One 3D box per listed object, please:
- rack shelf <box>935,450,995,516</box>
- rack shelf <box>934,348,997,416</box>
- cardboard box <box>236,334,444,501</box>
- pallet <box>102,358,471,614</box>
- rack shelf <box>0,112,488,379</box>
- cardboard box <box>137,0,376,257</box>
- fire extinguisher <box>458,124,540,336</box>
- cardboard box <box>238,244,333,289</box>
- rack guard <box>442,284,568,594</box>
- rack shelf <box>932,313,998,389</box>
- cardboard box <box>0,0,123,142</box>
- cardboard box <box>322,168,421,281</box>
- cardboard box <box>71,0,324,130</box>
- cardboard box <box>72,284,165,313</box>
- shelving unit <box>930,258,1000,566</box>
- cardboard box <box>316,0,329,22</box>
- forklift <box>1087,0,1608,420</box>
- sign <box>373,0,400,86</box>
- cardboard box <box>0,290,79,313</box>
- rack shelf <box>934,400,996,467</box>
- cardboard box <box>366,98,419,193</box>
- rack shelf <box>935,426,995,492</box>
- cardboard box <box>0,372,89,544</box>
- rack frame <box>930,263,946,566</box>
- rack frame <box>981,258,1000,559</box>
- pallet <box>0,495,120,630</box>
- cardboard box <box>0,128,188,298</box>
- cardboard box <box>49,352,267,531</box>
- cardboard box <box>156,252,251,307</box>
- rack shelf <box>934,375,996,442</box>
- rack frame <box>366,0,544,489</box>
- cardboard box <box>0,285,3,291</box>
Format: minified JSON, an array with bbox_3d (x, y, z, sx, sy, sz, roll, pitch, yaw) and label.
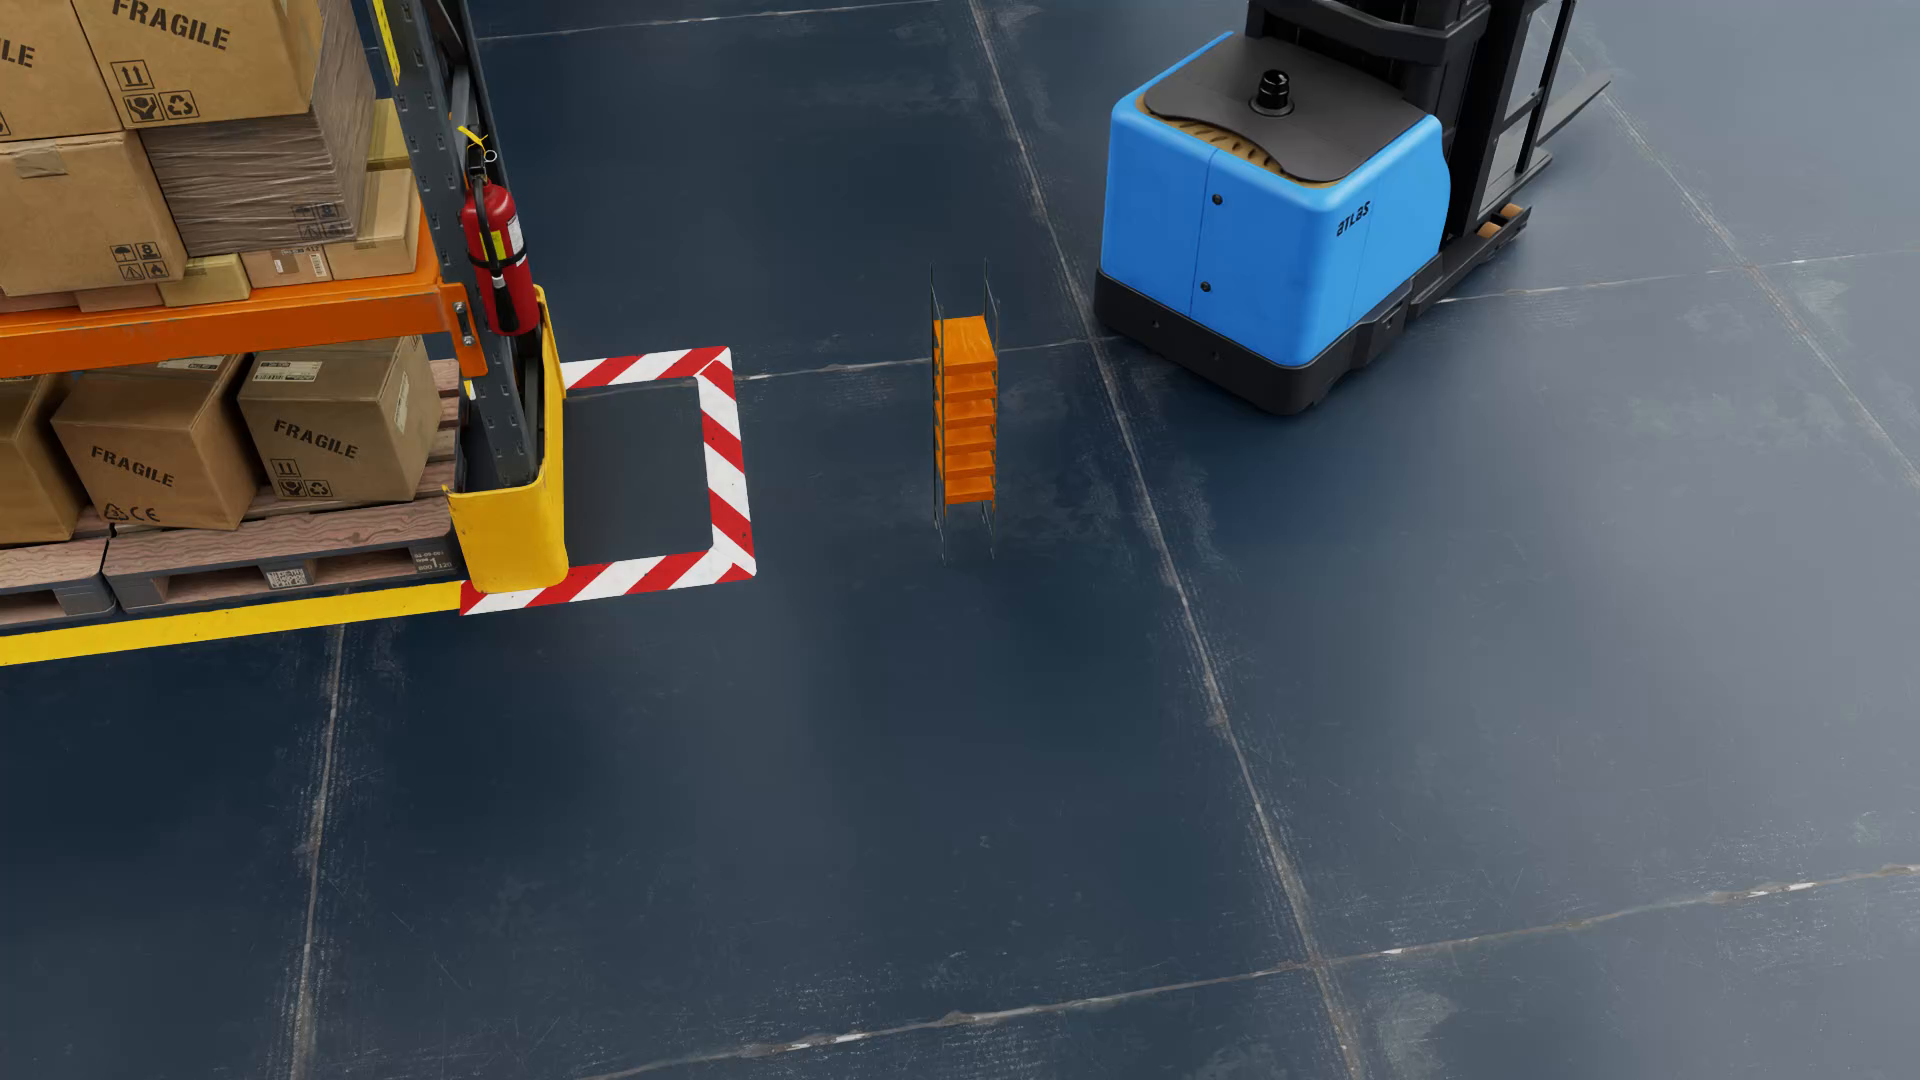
[{"bbox_3d":[0.014,-0.221,6.024,0.180,0.103,0.258,-7,46,-7],"label":"rack shelf"},{"bbox_3d":[0.014,-0.554,5.679,0.180,0.103,0.258,-7,46,-7],"label":"rack shelf"},{"bbox_3d":[-2.249,-0.494,6.088,0.500,0.500,0.500,1,46,1],"label":"cardboard box"},{"bbox_3d":[-2.512,-0.229,6.324,1.213,0.211,1.003,-7,46,-7],"label":"pallet"},{"bbox_3d":[-3.601,-0.786,5.423,4.000,0.370,1.077,-7,46,-7],"label":"rack shelf"},{"bbox_3d":[-2.177,-1.371,5.212,0.500,0.500,0.875,-7,46,-7],"label":"cardboard box"},{"bbox_3d":[-1.439,-0.941,5.127,0.183,0.674,0.296,-7,46,-7],"label":"fire extinguisher"},{"bbox_3d":[-2.123,-0.982,5.287,0.250,0.149,0.380,-7,46,-7],"label":"cardboard box"},{"bbox_3d":[-1.706,-0.404,6.292,0.348,0.500,1.175,-7,46,-7],"label":"rack guard"},{"bbox_3d":[0.014,-0.637,5.592,0.180,0.103,0.258,-7,46,-7],"label":"rack shelf"},{"bbox_3d":[-2.622,-1.457,4.601,0.500,0.500,0.500,-7,46,-7],"label":"cardboard box"},{"bbox_3d":[-1.876,-1.012,5.317,0.250,0.149,0.380,-7,46,-7],"label":"cardboard box"},{"bbox_3d":[-2.131,-1.523,4.664,0.500,0.500,0.500,-7,46,-7],"label":"cardboard box"},{"bbox_3d":[-2.609,-0.895,5.204,0.250,0.149,0.380,-7,46,-7],"label":"cardboard box"},{"bbox_3d":[0.014,-0.418,5.820,0.189,1.200,0.258,-7,46,-7],"label":"shelving unit"},{"bbox_3d":[-2.219,-1.891,5.019,0.500,0.500,0.500,-7,46,-7],"label":"cardboard box"},{"bbox_3d":[1.902,-2.472,6.597,1.130,2.935,3.031,33,54,28],"label":"forklift"},{"bbox_3d":[-1.556,-1.396,4.488,0.005,0.325,0.100,-7,46,-7],"label":"sign"},{"bbox_3d":[-2.863,-0.894,5.202,0.250,0.149,0.380,-7,46,-7],"label":"cardboard box"},{"bbox_3d":[0.014,-0.387,5.852,0.180,0.103,0.258,-7,46,-7],"label":"rack shelf"},{"bbox_3d":[-1.952,-1.328,5.621,0.250,0.149,0.380,-7,46,-7],"label":"cardboard box"},{"bbox_3d":[0.014,-0.304,5.938,0.180,0.103,0.258,-7,46,-7],"label":"rack shelf"},{"bbox_3d":[-3.452,-0.333,5.932,0.500,0.500,0.500,-3,46,-3],"label":"cardboard box"},{"bbox_3d":[-0.076,-0.407,5.809,0.006,1.200,0.240,-7,46,-7],"label":"rack frame"},{"bbox_3d":[0.104,-0.429,5.830,0.006,1.200,0.240,-7,46,-7],"label":"rack frame"},{"bbox_3d":[-3.712,-0.082,6.182,1.213,0.211,1.003,-7,46,-7],"label":"pallet"},{"bbox_3d":[-2.650,-1.224,5.070,0.500,0.500,0.875,-7,46,-7],"label":"cardboard box"},{"bbox_3d":[-2.832,-0.397,5.993,0.500,0.500,0.500,4,46,4],"label":"cardboard box"},{"bbox_3d":[-2.360,-0.915,5.223,0.250,0.149,0.380,-7,46,-7],"label":"cardboard box"},{"bbox_3d":[0.014,-0.471,5.765,0.180,0.103,0.258,-7,46,-7],"label":"rack shelf"},{"bbox_3d":[-1.631,-1.281,5.401,0.127,3.000,1.000,-7,46,-7],"label":"rack frame"},{"bbox_3d":[-3.150,-1.193,5.041,0.500,0.500,0.875,-7,46,-7],"label":"cardboard box"}]
